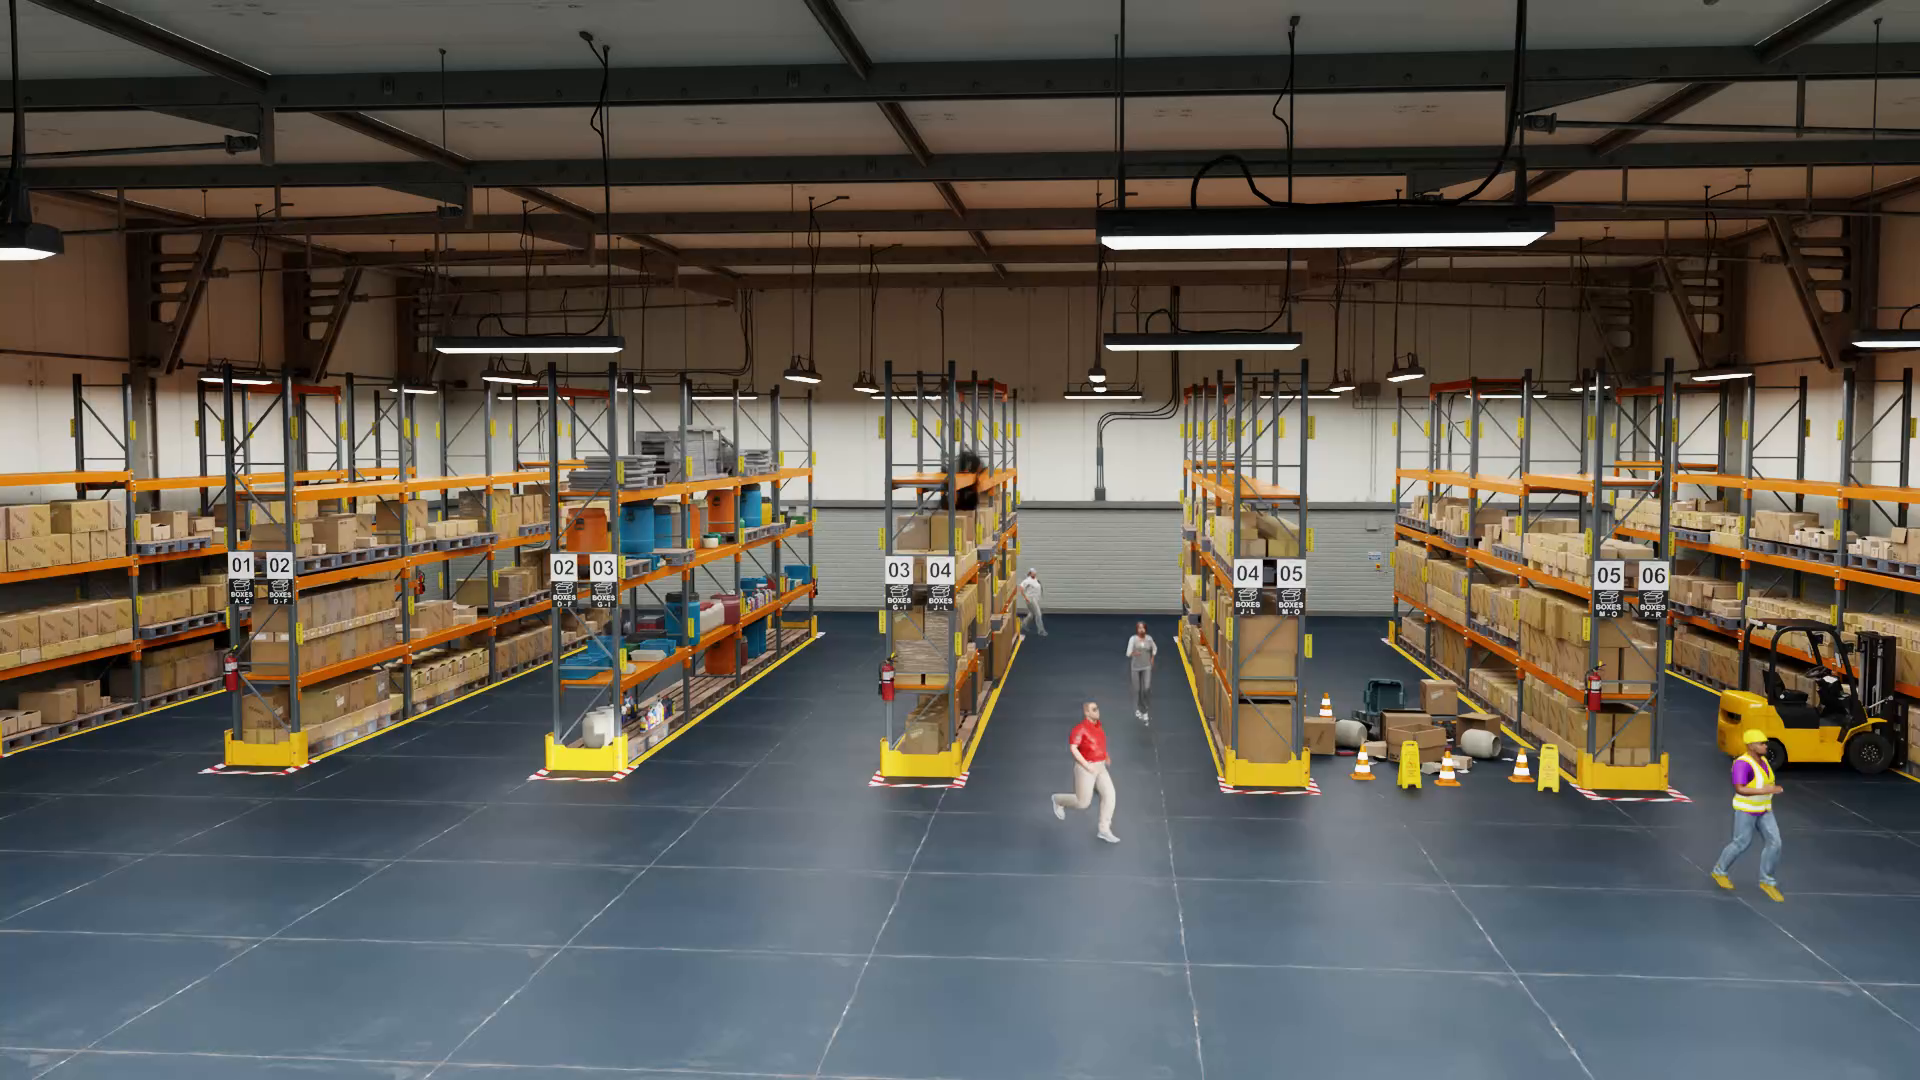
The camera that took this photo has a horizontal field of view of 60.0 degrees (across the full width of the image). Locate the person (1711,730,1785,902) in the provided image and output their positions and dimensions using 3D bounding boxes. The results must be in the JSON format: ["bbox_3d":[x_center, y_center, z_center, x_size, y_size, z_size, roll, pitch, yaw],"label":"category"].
[{"bbox_3d":[8.489,2.941,17.861,0.720,1.834,0.787,-2,4,-32],"label":"person"}]

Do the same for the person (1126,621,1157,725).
[{"bbox_3d":[2.962,2.162,27.081,0.514,1.679,0.644,0,4,2],"label":"person"}]

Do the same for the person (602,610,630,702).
[{"bbox_3d":[-6.367,2.120,30.943,0.679,1.756,0.849,0,4,7],"label":"person"}]

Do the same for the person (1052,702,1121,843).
[{"bbox_3d":[1.578,2.836,20.476,0.939,1.708,0.651,4,5,44],"label":"person"}]

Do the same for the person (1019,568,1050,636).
[{"bbox_3d":[1.713,1.492,40.718,0.759,1.649,0.703,2,4,31],"label":"person"}]
